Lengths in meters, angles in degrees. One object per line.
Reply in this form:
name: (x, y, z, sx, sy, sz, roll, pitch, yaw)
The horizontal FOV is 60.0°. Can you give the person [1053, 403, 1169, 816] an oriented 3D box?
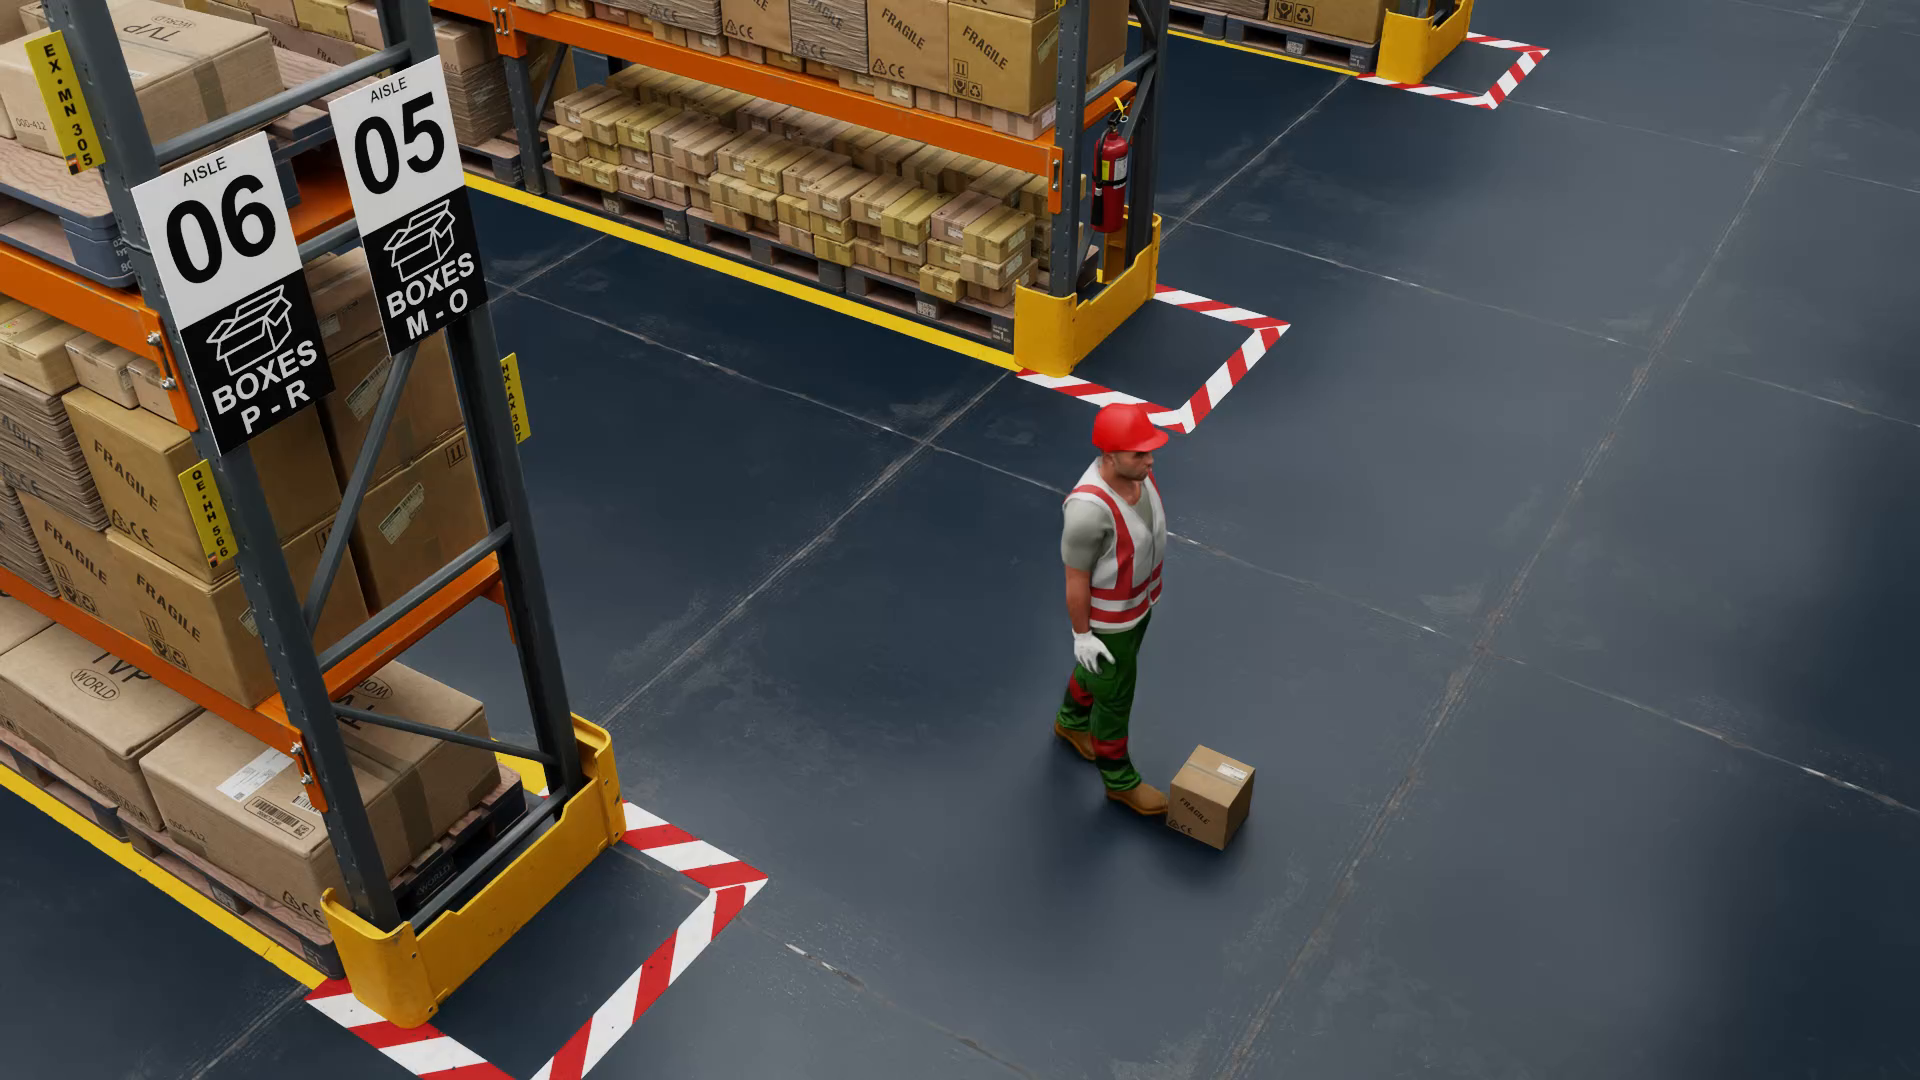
person: (0.622, 0.267, 6.315, 0.641, 1.800, 0.553, 21, 43, 25)
